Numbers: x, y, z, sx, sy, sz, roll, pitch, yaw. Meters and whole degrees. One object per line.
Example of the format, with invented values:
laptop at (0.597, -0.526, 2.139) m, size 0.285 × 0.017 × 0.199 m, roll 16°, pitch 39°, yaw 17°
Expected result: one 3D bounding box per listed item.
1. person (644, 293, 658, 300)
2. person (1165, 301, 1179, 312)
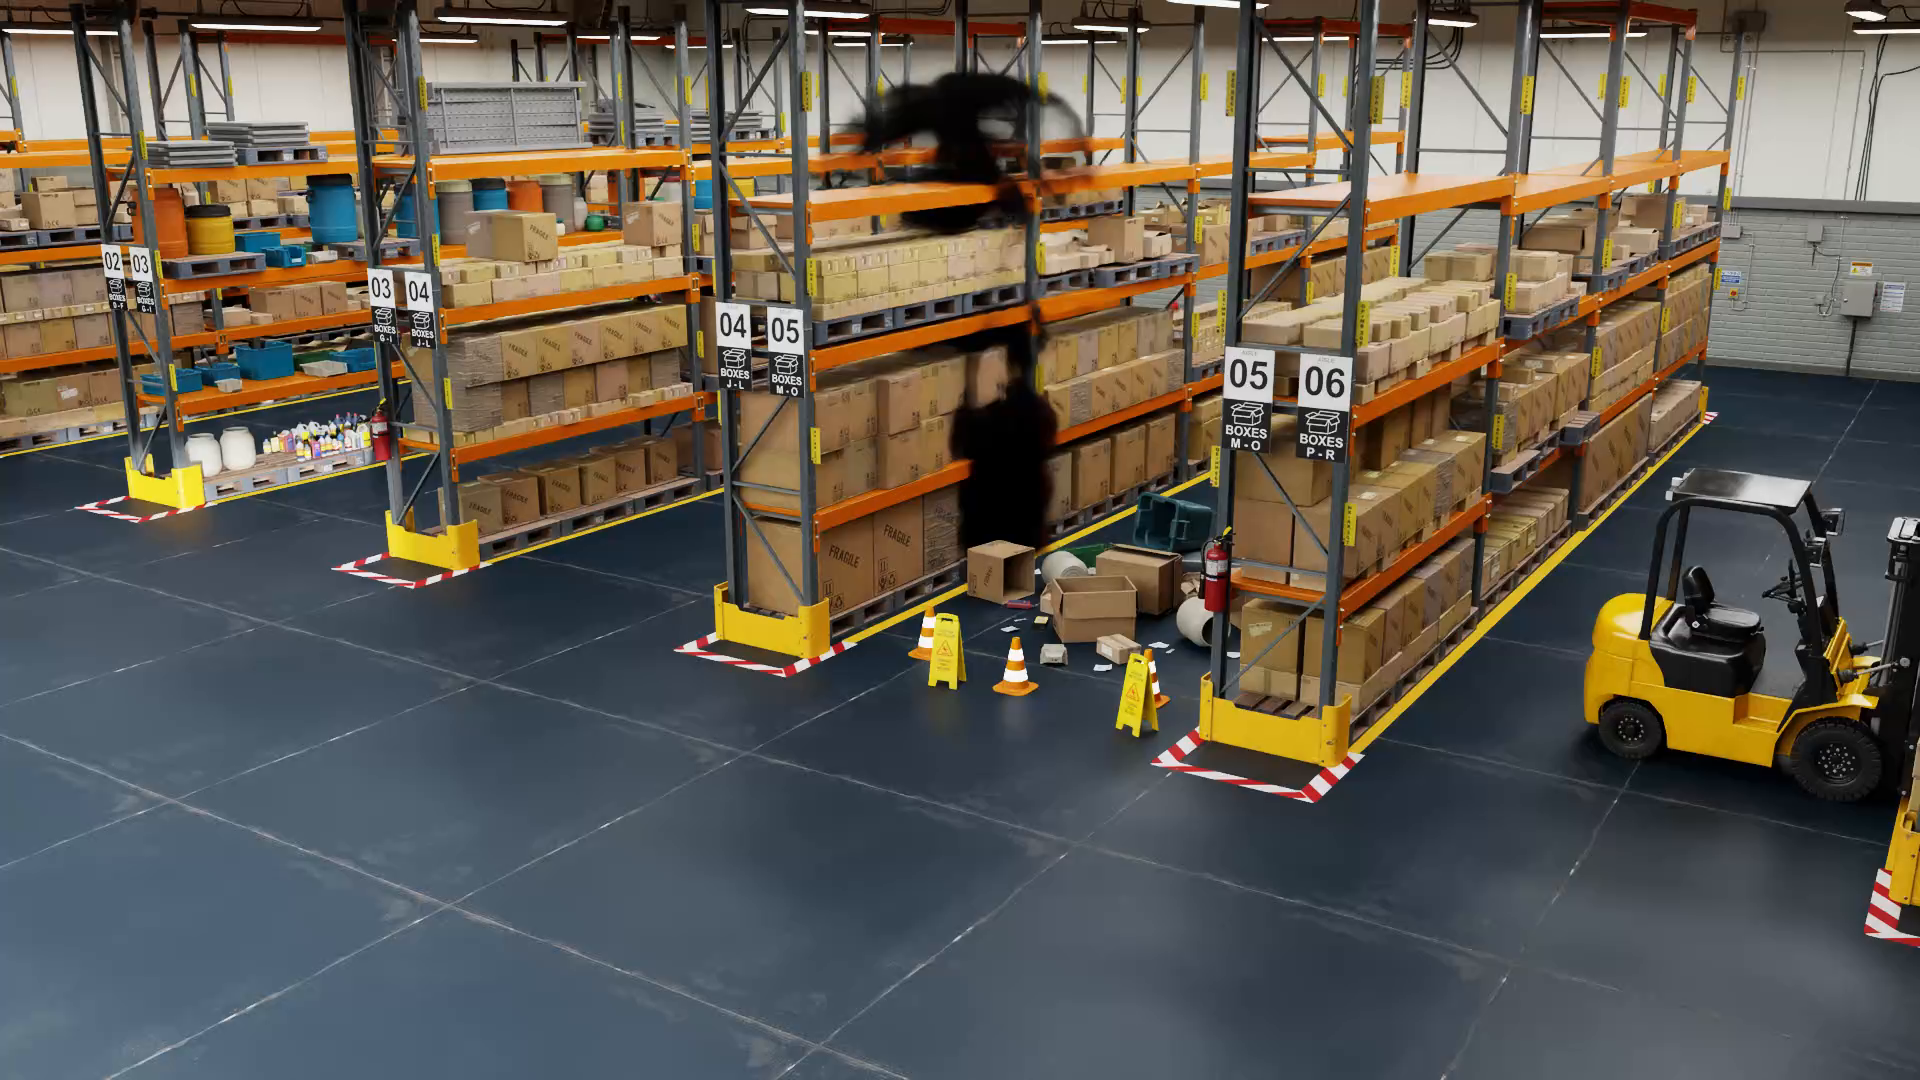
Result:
person at (-5.816, -4.436, 31.969) m, size 0.703 × 1.717 × 0.583 m, roll 5°, pitch 16°, yaw 17°
person at (3.284, -2.894, 26.279) m, size 0.639 × 1.776 × 0.693 m, roll 8°, pitch 18°, yaw 28°
